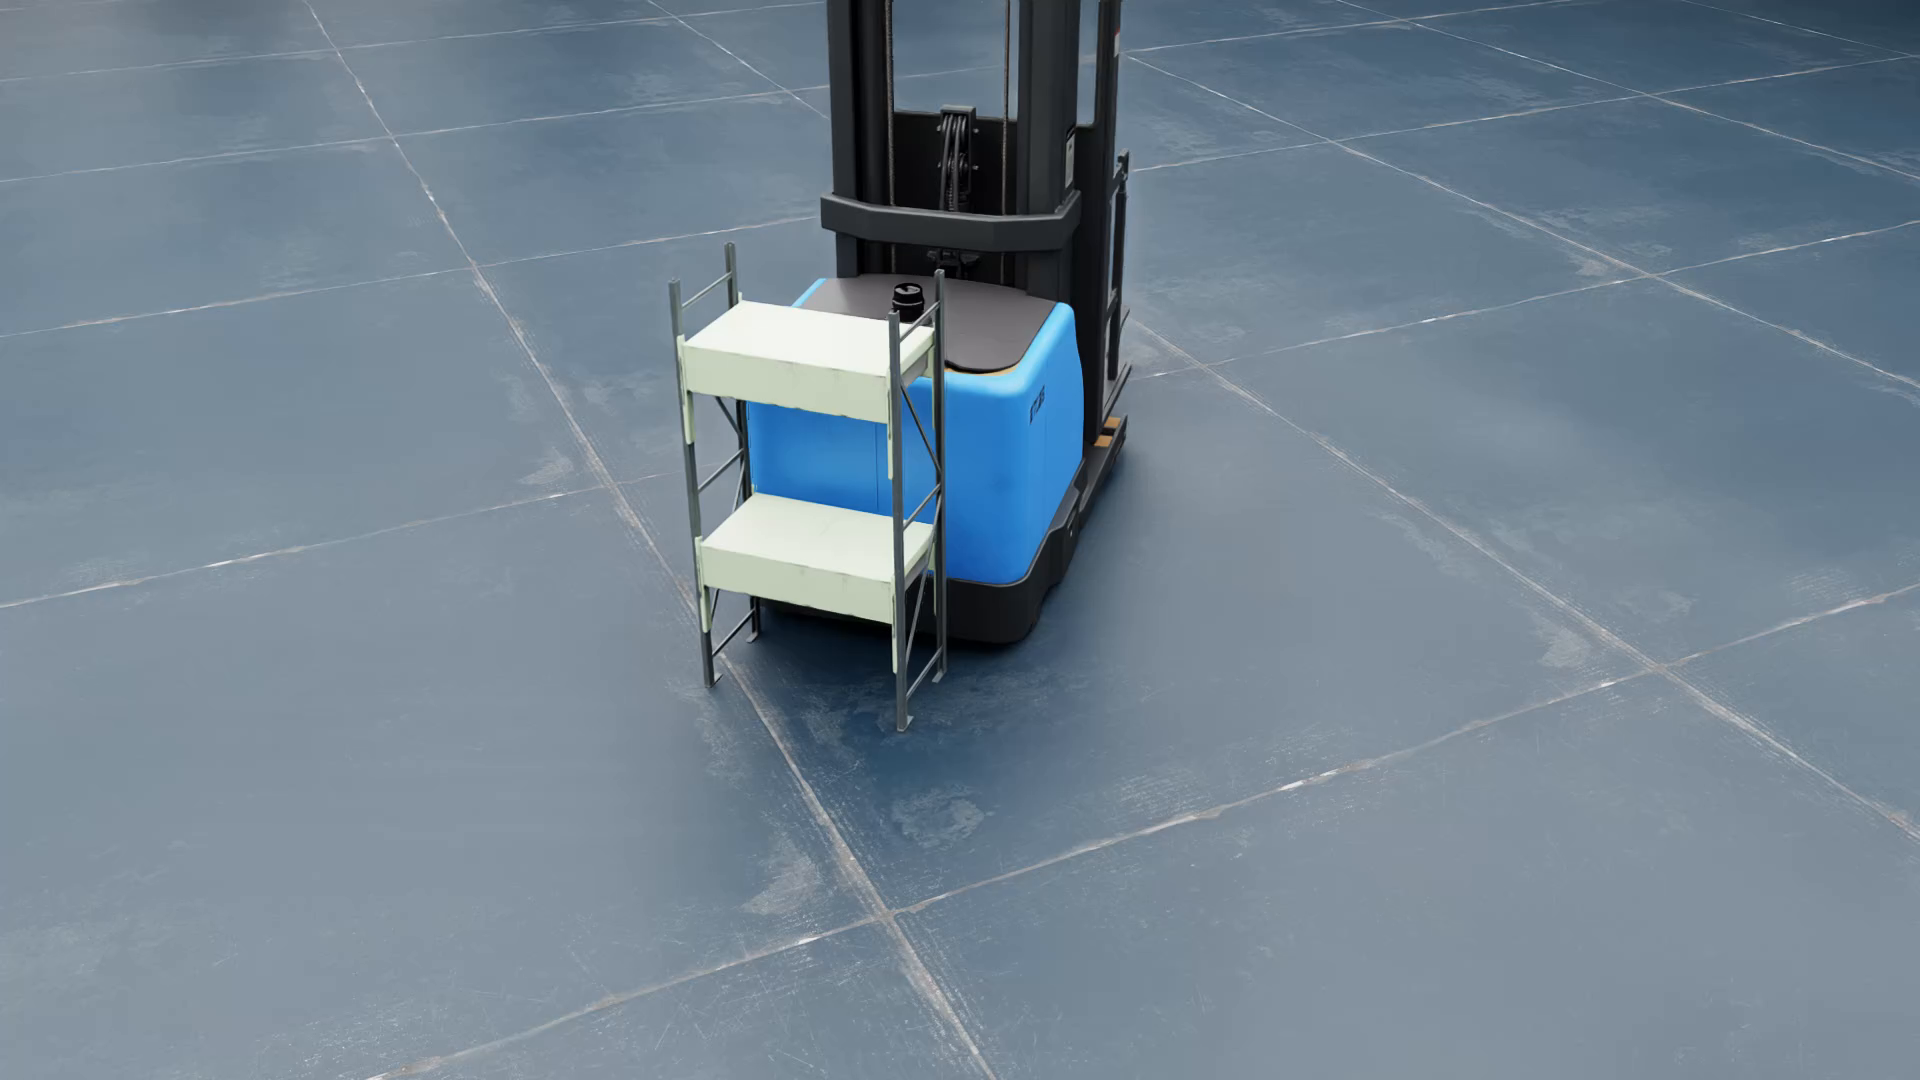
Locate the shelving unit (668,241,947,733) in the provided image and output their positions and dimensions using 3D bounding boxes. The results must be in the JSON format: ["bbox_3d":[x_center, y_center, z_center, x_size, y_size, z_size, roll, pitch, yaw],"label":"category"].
[{"bbox_3d":[-0.471,-0.162,5.505,0.755,1.500,0.431,11,31,18],"label":"shelving unit"}]

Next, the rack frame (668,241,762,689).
[{"bbox_3d":[-0.813,-0.226,5.619,0.023,1.500,0.400,11,31,18],"label":"rack frame"}]

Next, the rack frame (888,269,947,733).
[{"bbox_3d":[-0.129,-0.098,5.392,0.023,1.500,0.400,11,31,18],"label":"rack frame"}]

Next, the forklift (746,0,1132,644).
[{"bbox_3d":[0.121,-1.615,6.633,1.130,2.935,3.031,8,30,14],"label":"forklift"}]

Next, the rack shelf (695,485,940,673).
[{"bbox_3d":[-0.471,0.122,5.665,0.720,0.370,0.431,11,31,18],"label":"rack shelf"}]

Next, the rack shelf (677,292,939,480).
[{"bbox_3d":[-0.471,-0.502,5.314,0.720,0.370,0.431,11,31,18],"label":"rack shelf"}]
